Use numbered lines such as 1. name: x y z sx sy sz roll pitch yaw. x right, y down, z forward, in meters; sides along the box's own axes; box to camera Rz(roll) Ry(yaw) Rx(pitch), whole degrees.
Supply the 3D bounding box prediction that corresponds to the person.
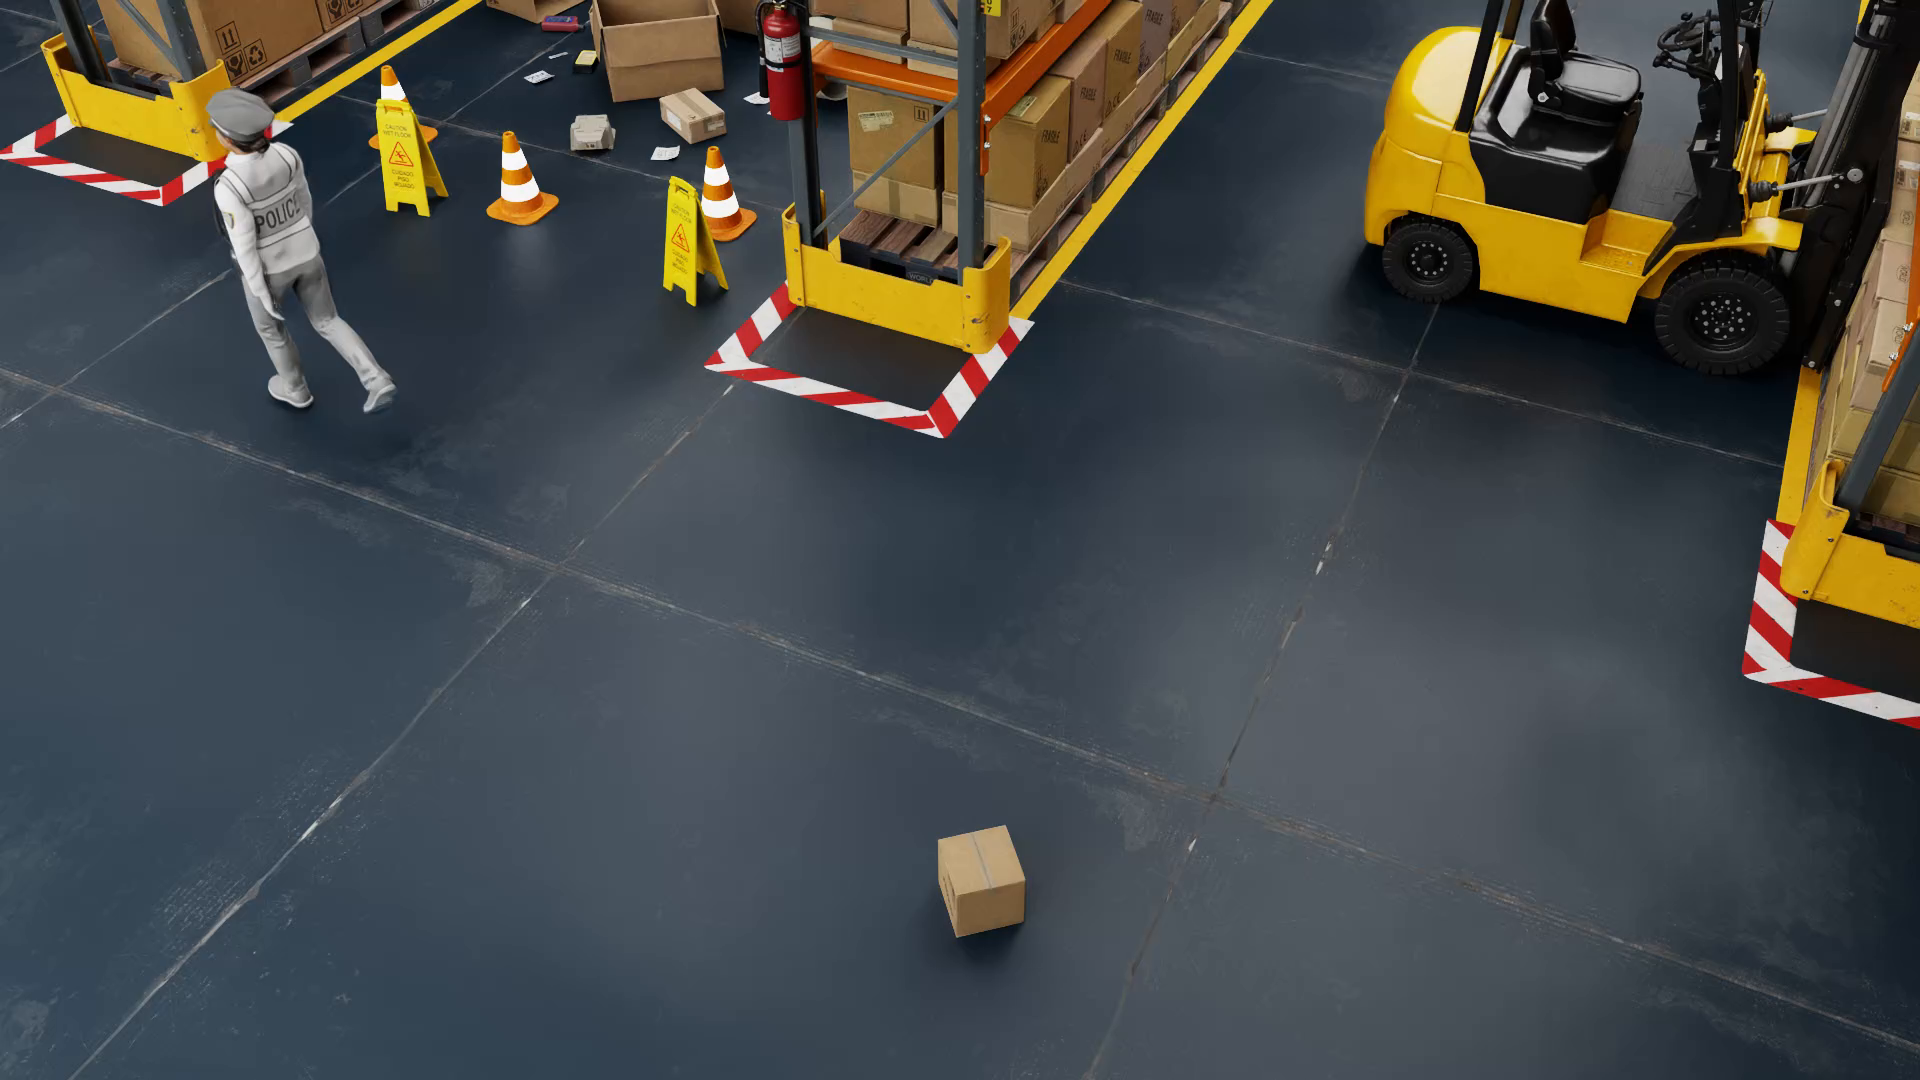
1. person: -3.027 -1.243 7.493 0.814 1.660 0.475 27 49 27
